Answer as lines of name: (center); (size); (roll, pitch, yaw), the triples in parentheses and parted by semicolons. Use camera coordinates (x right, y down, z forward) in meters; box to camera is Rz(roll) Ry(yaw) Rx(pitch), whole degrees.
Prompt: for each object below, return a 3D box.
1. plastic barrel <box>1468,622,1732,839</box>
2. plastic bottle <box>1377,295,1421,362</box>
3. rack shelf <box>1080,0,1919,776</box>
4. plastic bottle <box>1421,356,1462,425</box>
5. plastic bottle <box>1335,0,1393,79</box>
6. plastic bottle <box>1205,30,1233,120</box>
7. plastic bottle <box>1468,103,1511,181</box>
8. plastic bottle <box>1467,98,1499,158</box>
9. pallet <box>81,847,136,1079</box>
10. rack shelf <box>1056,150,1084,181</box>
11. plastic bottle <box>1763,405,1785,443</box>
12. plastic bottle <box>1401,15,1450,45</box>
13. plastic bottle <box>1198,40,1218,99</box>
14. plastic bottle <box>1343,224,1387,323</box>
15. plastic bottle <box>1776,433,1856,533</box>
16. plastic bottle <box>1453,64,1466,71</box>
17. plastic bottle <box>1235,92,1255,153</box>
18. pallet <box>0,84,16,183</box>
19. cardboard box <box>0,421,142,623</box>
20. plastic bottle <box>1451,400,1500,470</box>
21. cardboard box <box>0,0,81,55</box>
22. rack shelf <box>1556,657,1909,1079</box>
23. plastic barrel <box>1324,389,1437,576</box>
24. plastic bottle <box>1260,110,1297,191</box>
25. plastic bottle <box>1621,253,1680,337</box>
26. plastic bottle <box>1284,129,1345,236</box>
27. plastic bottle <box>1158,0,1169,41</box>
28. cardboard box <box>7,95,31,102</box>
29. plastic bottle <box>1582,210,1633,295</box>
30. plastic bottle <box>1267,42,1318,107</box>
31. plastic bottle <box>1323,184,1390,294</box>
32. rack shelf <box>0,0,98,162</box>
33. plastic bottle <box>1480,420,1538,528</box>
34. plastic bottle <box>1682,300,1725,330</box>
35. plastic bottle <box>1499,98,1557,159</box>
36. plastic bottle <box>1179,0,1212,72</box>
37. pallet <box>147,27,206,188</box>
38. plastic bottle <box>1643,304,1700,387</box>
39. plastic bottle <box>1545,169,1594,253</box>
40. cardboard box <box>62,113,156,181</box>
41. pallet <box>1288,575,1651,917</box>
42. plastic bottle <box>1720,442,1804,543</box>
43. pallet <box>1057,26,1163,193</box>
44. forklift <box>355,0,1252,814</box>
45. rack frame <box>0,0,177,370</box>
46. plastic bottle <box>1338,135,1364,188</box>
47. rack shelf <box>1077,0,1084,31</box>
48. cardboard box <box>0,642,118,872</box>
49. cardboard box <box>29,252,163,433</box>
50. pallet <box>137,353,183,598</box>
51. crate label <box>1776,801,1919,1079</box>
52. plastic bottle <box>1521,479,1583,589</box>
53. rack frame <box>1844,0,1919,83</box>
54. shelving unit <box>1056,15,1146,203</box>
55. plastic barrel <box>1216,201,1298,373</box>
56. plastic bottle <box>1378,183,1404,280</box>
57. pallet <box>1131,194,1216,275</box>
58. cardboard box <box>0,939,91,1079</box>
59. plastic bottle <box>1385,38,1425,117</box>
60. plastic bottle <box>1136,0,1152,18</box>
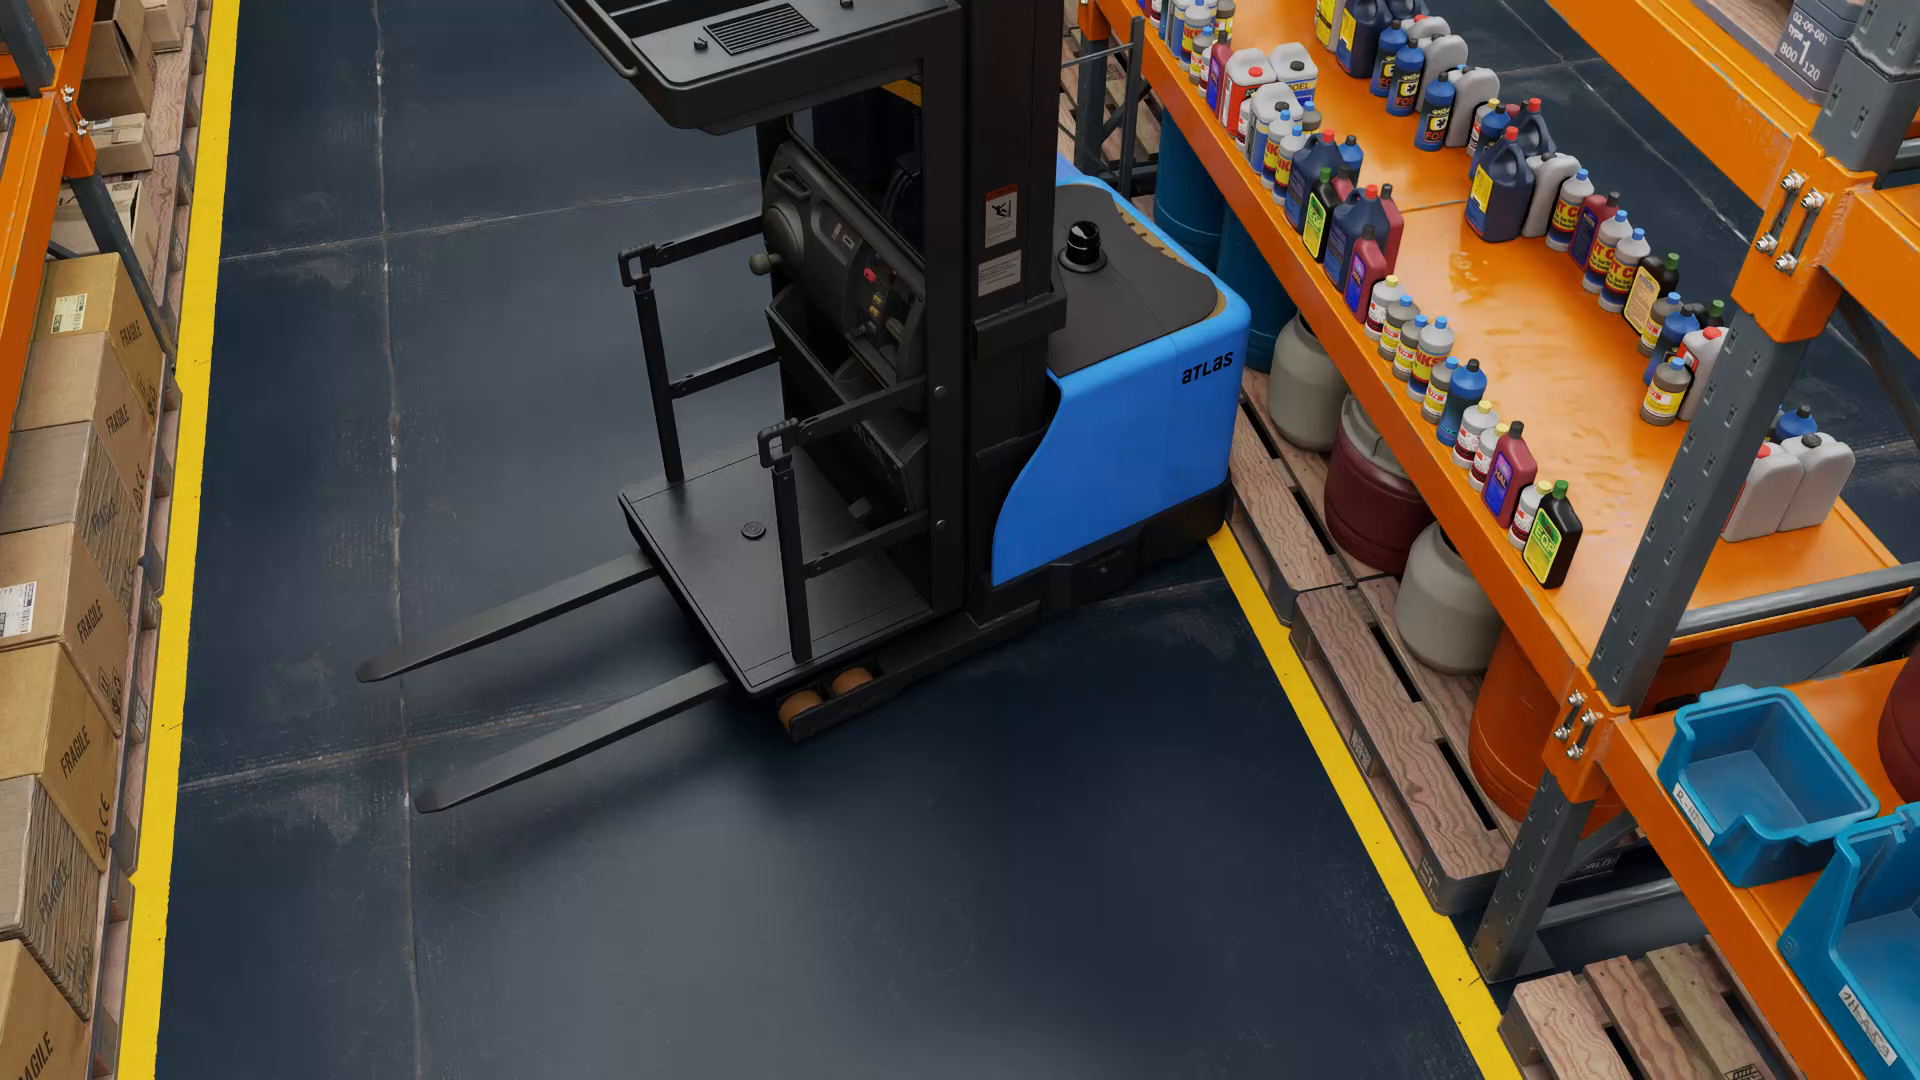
plastic barrel: (1.894, 0.422, 4.962); (0.600, 0.830, 0.708); (-11, 47, -10)
plastic bottle: (1.300, -0.634, 4.910); (0.097, 0.201, 0.097); (0, 46, 0)
rack shelf: (1.524, -0.985, 5.619); (1.077, 0.370, 4.000); (-11, 47, -10)
plastic bottle: (1.374, -0.432, 4.712); (0.097, 0.201, 0.097); (0, 46, 0)
plastic bottle: (1.472, -1.872, 6.019); (0.144, 0.351, 0.185); (-11, 47, -10)
plastic bottle: (0.921, -1.633, 5.831); (0.061, 0.283, 0.133); (-11, 47, -10)
plastic bottle: (1.773, -1.328, 5.541); (0.097, 0.271, 0.097); (0, 46, 0)
plastic bottle: (1.798, -1.407, 5.668); (0.097, 0.201, 0.097); (0, 46, 0)
pallet: (-2.908, 1.501, 4.632); (1.003, 0.211, 1.213); (-11, 47, -10)
rack shelf: (0.197, -1.470, 6.892); (0.538, 0.185, 1.000); (-22, 49, -20)
plastic bottle: (2.210, -0.297, 4.580); (0.097, 0.201, 0.097); (0, 46, 0)
plastic bottle: (1.648, -1.761, 5.962); (0.152, 0.276, 0.135); (-11, 47, -10)
plastic bottle: (0.909, -1.687, 5.942); (0.097, 0.201, 0.097); (0, 46, 0)
plastic bottle: (1.227, -0.806, 5.021); (0.061, 0.283, 0.133); (-11, 47, -10)
plastic bottle: (2.238, -0.171, 4.404); (0.152, 0.276, 0.135); (-11, 47, -10)
plastic bottle: (1.739, -1.567, 5.824); (0.097, 0.201, 0.097); (0, 46, 0)
plastic bottle: (1.002, -1.435, 5.695); (0.097, 0.201, 0.097); (0, 46, 0)
pallet: (-3.678, -1.076, 5.339); (1.003, 0.211, 1.213); (-11, 47, -10)
cardboard box: (-3.128, -0.016, 5.608); (0.500, 0.500, 0.500); (-10, 46, -10)
plastic bottle: (1.424, -0.297, 4.580); (0.097, 0.201, 0.097); (0, 46, 0)
cardboard box: (-3.644, -2.151, 6.188); (0.500, 0.500, 0.500); (-10, 46, -9)
rack shelf: (2.548, 1.776, 2.913); (1.077, 0.370, 4.000); (-11, 47, -10)
plastic barrel: (1.605, -0.273, 5.812); (0.600, 0.588, 0.708); (-11, 47, -10)
plastic bottle: (1.062, -1.299, 5.513); (0.097, 0.271, 0.097); (0, 46, 0)
plastic bottle: (2.070, -0.753, 4.969); (0.061, 0.283, 0.133); (-11, 47, -10)
plastic bottle: (1.145, -1.167, 5.327); (0.144, 0.351, 0.185); (-11, 47, -10)
plastic bottle: (0.800, -2.006, 6.206); (0.097, 0.271, 0.097); (0, 46, 0)
cardboard box: (-4.389, -1.787, 7.476); (0.500, 0.311, 0.500); (-11, 47, -10)
plastic bottle: (1.998, -0.892, 5.114); (0.097, 0.271, 0.097); (0, 46, 0)
plastic bottle: (1.146, -1.574, 5.779); (0.152, 0.276, 0.135); (-11, 47, -10)
plastic bottle: (1.227, -0.947, 5.112); (0.144, 0.351, 0.185); (-11, 47, -10)
rack shelf: (-4.289, -2.844, 7.440); (1.077, 0.370, 4.000); (-11, 47, -10)
plastic bottle: (1.461, -0.176, 4.404); (0.061, 0.283, 0.133); (-11, 47, -10)
plastic bottle: (2.129, -0.593, 4.813); (0.061, 0.283, 0.133); (-11, 47, -10)
plastic bottle: (1.846, -1.265, 5.424); (0.144, 0.351, 0.185); (-11, 47, -10)
plastic bottle: (0.859, -1.846, 6.049); (0.097, 0.271, 0.097); (0, 46, 0)
pallet: (-4.268, -2.057, 8.118); (1.003, 0.211, 1.213); (-11, 47, -10)
plastic bottle: (2.057, -0.562, 4.791); (0.097, 0.271, 0.097); (0, 46, 0)
plastic bottle: (1.939, -1.051, 5.270); (0.097, 0.271, 0.097); (0, 46, 0)
cardboard box: (-3.907, -1.802, 7.591); (0.380, 0.166, 0.250); (-11, 47, -10)
pallet: (1.794, 0.583, 5.531); (1.003, 0.211, 1.213); (-11, 47, -10)
plastic bottle: (2.091, -0.143, 4.377); (0.152, 0.276, 0.135); (-11, 47, -10)
pallet: (0.786, -2.142, 8.202); (1.003, 0.211, 1.213); (-11, 47, -10)
forklift: (-0.539, -0.793, 4.975); (3.031, 2.935, 1.130); (-23, 50, -21)
rack frame: (-3.777, -1.715, 5.830); (1.000, 3.000, 0.127); (-11, 47, -10)
plastic bottle: (1.251, -1.191, 5.407); (0.097, 0.271, 0.097); (0, 46, 0)
rack shelf: (0.500, -3.747, 8.325); (1.077, 0.370, 4.000); (-11, 47, -10)
cardboard box: (-2.857, 0.694, 4.912); (0.500, 0.500, 0.500); (-11, 47, -11)
cardboard box: (-3.374, -0.705, 6.283); (0.500, 0.500, 0.500); (-11, 47, -11)
pallet: (-3.533, -0.184, 6.283); (1.003, 0.211, 1.213); (-11, 47, -10)
crate label: (2.029, 0.867, 3.276); (0.502, 0.435, 0.616); (-11, 47, -10)
plastic bottle: (1.520, -0.017, 4.248); (0.061, 0.283, 0.133); (-11, 47, -10)
rack frame: (2.036, -1.956, 1.866); (1.000, 3.000, 0.127); (-11, 47, -10)
shelving unit: (0.197, -1.596, 6.764); (0.538, 1.500, 1.048); (-22, 49, -20)
plastic barrel: (1.316, -1.163, 6.464); (0.600, 0.901, 0.708); (-11, 47, -10)
plastic bottle: (1.319, -0.960, 5.172); (0.061, 0.283, 0.133); (-11, 47, -10)
pallet: (1.169, -1.101, 7.182); (1.003, 0.211, 1.213); (-11, 47, -10)
cardboard box: (-2.594, 1.401, 4.219); (0.500, 0.500, 0.500); (-9, 46, -9)
plastic bottle: (1.567, -1.631, 5.838); (0.097, 0.271, 0.097); (0, 46, 0)
plastic bottle: (0.728, -2.154, 6.342); (0.061, 0.283, 0.133); (-11, 47, -10)
